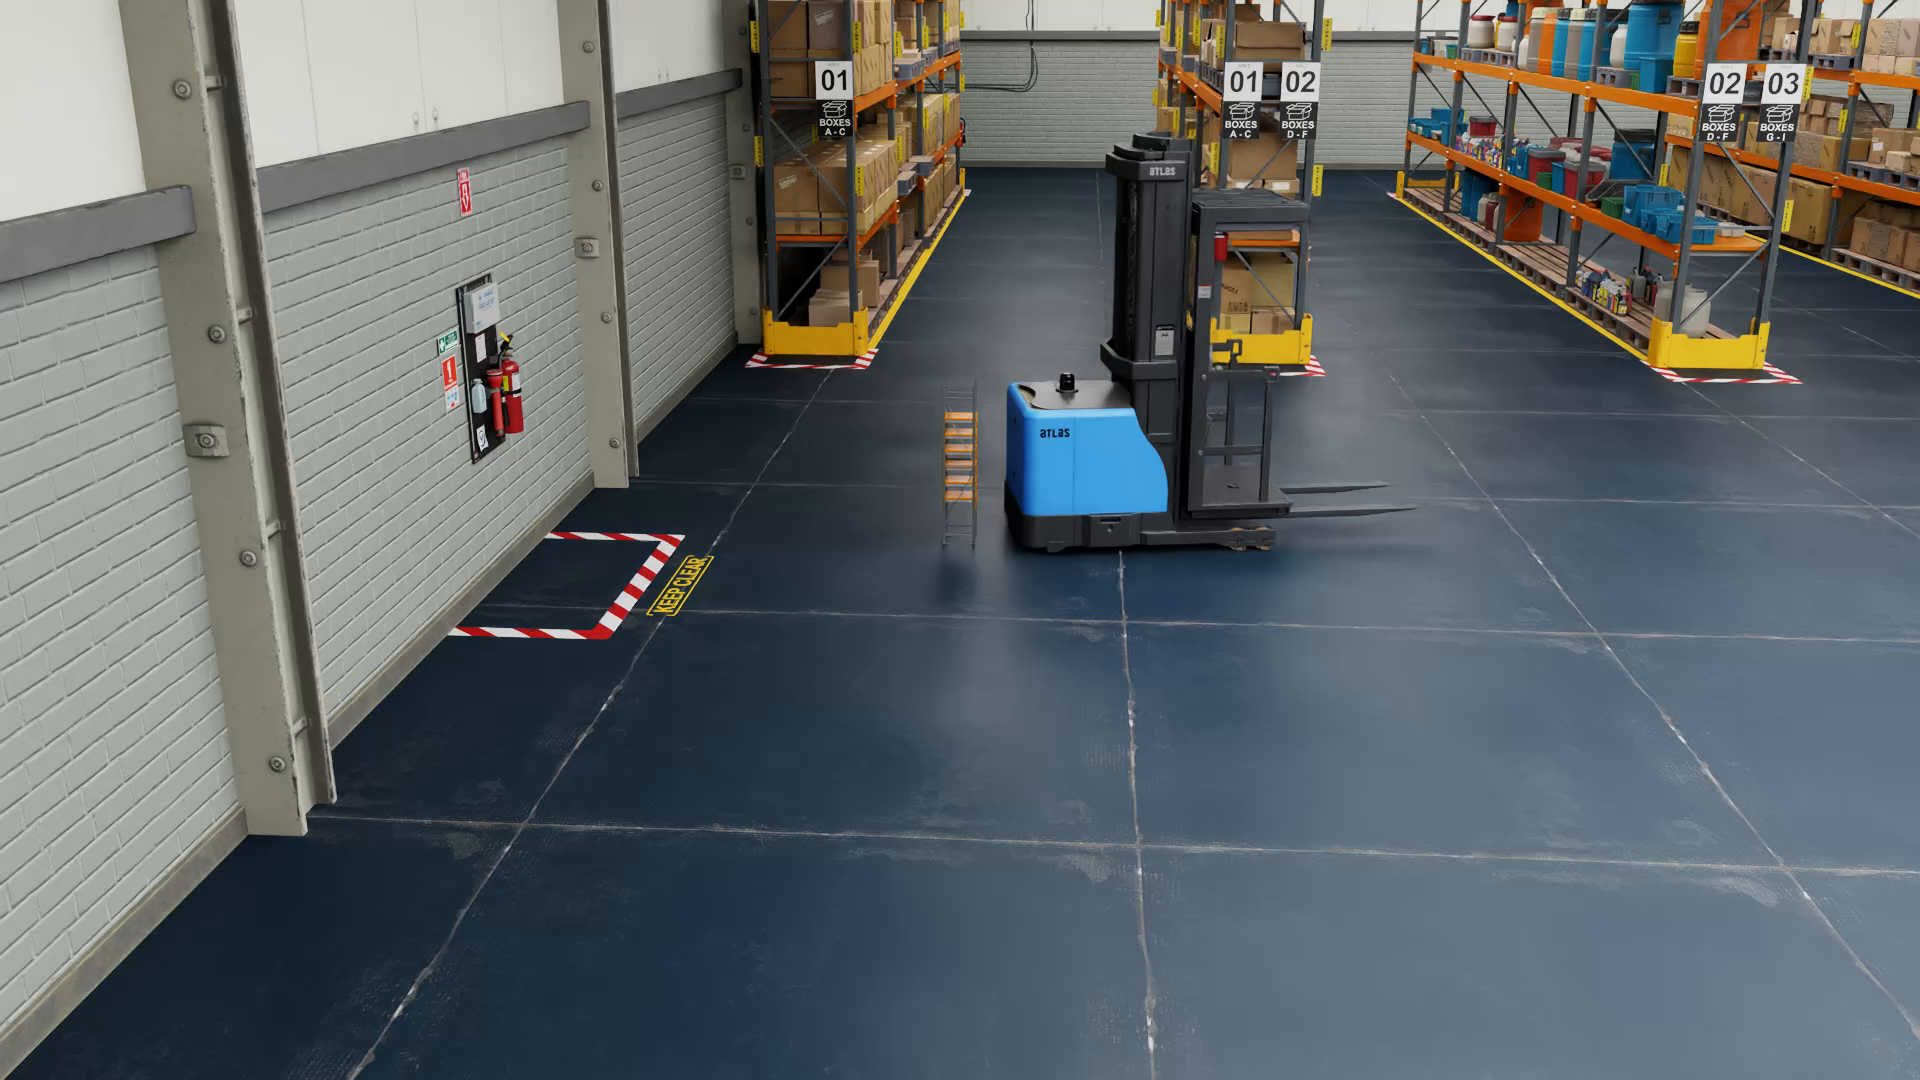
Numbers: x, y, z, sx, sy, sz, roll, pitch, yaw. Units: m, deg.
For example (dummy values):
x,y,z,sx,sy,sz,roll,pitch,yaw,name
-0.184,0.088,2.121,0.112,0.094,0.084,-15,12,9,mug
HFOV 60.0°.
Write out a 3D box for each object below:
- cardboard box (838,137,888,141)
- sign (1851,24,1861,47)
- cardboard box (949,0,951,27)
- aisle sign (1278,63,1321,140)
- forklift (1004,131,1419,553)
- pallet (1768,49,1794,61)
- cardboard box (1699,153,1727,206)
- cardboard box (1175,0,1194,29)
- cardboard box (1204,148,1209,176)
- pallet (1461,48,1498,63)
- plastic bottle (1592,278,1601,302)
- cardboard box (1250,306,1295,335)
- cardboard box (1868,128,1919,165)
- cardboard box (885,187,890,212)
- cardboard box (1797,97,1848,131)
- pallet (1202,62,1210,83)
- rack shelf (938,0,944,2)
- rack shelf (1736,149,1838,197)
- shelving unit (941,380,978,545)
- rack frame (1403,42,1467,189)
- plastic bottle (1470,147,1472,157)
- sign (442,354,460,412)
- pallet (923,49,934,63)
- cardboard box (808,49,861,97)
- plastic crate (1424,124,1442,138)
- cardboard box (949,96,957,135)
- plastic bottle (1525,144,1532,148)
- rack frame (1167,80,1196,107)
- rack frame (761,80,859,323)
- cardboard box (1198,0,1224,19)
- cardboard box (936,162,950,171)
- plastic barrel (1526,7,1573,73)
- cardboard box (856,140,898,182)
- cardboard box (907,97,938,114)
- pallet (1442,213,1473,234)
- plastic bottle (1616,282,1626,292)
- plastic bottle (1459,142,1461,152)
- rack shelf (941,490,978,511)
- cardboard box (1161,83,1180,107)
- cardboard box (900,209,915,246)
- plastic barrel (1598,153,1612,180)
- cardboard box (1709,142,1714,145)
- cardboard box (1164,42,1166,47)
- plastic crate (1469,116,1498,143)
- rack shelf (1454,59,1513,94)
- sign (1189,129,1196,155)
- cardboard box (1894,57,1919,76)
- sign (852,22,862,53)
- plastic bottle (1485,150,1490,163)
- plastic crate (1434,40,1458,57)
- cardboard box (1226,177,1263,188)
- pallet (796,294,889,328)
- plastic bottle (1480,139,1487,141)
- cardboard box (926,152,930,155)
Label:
x,y,z,sx,sy,sz,roll,pitch,yaw,name
-1.290,-5.204,22.620,0.700,0.500,0.500,1,18,4,cardboard box
13.195,-7.424,24.488,0.100,0.325,0.005,1,18,4,sign
-0.426,-9.607,30.309,0.500,0.500,0.500,1,18,3,cardboard box
3.595,-4.646,17.610,0.394,0.787,0.004,1,18,4,aisle sign
1.895,-1.477,12.223,3.031,2.935,1.130,-2,18,-6,forklift
14.018,-7.991,27.484,0.805,0.209,1.217,1,18,2,pallet
14.226,-6.615,30.533,0.875,0.875,0.875,1,18,4,cardboard box
4.151,-9.265,29.298,0.700,0.500,0.500,1,18,4,cardboard box
3.726,-5.285,23.575,0.500,0.500,0.500,1,18,4,cardboard box
9.136,-8.143,27.944,1.213,0.211,1.003,1,18,4,pallet
7.982,-3.137,20.834,0.061,0.283,0.133,2,18,6,plastic bottle
3.554,-2.493,18.954,0.500,0.250,0.500,1,18,4,cardboard box
13.749,-5.779,24.407,0.500,0.500,0.500,-1,18,-3,cardboard box
-1.157,-4.263,20.825,0.500,0.250,0.500,1,18,4,cardboard box
13.907,-6.862,26.776,0.797,0.503,0.637,2,18,6,cardboard box
3.545,-5.798,20.626,1.003,0.211,1.213,1,18,4,pallet
-0.930,-8.972,27.151,1.077,0.370,4.000,1,18,4,rack shelf
13.891,-5.980,27.010,1.077,0.370,4.000,1,18,4,rack shelf
-0.001,-0.566,12.222,0.258,1.200,0.189,1,18,4,shelving unit
9.381,-8.296,32.923,1.000,3.000,0.127,1,18,4,rack frame
8.579,-6.501,27.764,0.097,0.201,0.097,0,18,0,plastic bottle
-3.248,-1.002,10.605,0.001,0.329,0.234,1,18,4,sign
-1.003,-7.916,27.251,1.003,0.211,1.213,2,18,6,pallet
-1.374,-5.128,18.246,0.500,0.500,0.500,2,18,5,cardboard box
8.919,-7.673,31.195,0.416,0.233,0.300,1,18,4,plastic crate
-0.568,-8.274,32.377,0.980,0.700,0.700,1,18,3,cardboard box
9.261,-6.310,27.062,0.152,0.276,0.135,1,18,4,plastic bottle
4.154,-7.165,29.472,1.000,3.000,0.127,1,18,4,rack frame
-1.647,-3.548,18.432,1.000,3.000,0.127,1,18,4,rack frame
3.905,-8.006,25.456,0.500,0.500,0.500,1,18,4,cardboard box
-0.387,-7.089,31.538,0.380,0.149,0.250,1,18,2,cardboard box
8.532,-7.224,24.031,0.600,0.901,0.600,0,18,0,plastic barrel
-1.086,-4.931,21.658,0.500,0.500,0.500,1,18,4,cardboard box
-0.648,-7.361,28.197,0.500,0.250,0.500,2,18,5,cardboard box
8.998,-5.489,28.837,1.003,0.211,1.213,1,18,4,pallet
8.155,-3.056,20.599,0.152,0.276,0.135,1,18,4,plastic bottle
8.643,-6.777,28.607,0.097,0.201,0.097,0,18,0,plastic bottle
-0.001,-0.295,12.311,0.258,0.103,0.180,1,18,4,rack shelf
4.040,-8.322,31.238,0.500,0.500,0.500,1,18,3,cardboard box
-1.073,-4.829,25.650,0.700,0.500,0.500,2,18,5,cardboard box
8.808,-4.926,22.419,0.433,0.535,0.433,0,18,0,plastic barrel
13.803,-7.245,30.120,0.380,0.149,0.250,2,18,5,cardboard box
3.997,-8.987,30.455,0.500,0.250,0.500,1,18,4,cardboard box
9.409,-7.384,29.941,0.402,0.464,0.583,1,18,4,plastic crate
8.951,-7.516,26.881,1.077,0.370,4.000,1,18,4,rack shelf
3.039,-5.202,21.749,0.100,0.325,0.005,1,18,4,sign
13.396,-6.595,23.156,0.500,0.250,0.500,2,18,5,cardboard box
-1.106,-5.376,17.792,0.100,0.325,0.005,1,18,4,sign
8.503,-6.170,26.756,0.097,0.201,0.097,0,18,0,plastic bottle
8.914,-8.983,30.394,0.437,0.282,0.530,1,18,4,plastic crate
3.131,-3.917,18.357,0.380,0.149,0.250,1,18,3,cardboard box
-1.458,-2.875,20.859,1.003,0.211,1.213,1,18,4,pallet
8.767,-6.568,27.850,0.152,0.276,0.135,1,18,4,plastic bottle
-0.689,-6.178,26.832,0.380,0.149,0.250,2,18,6,cardboard box
